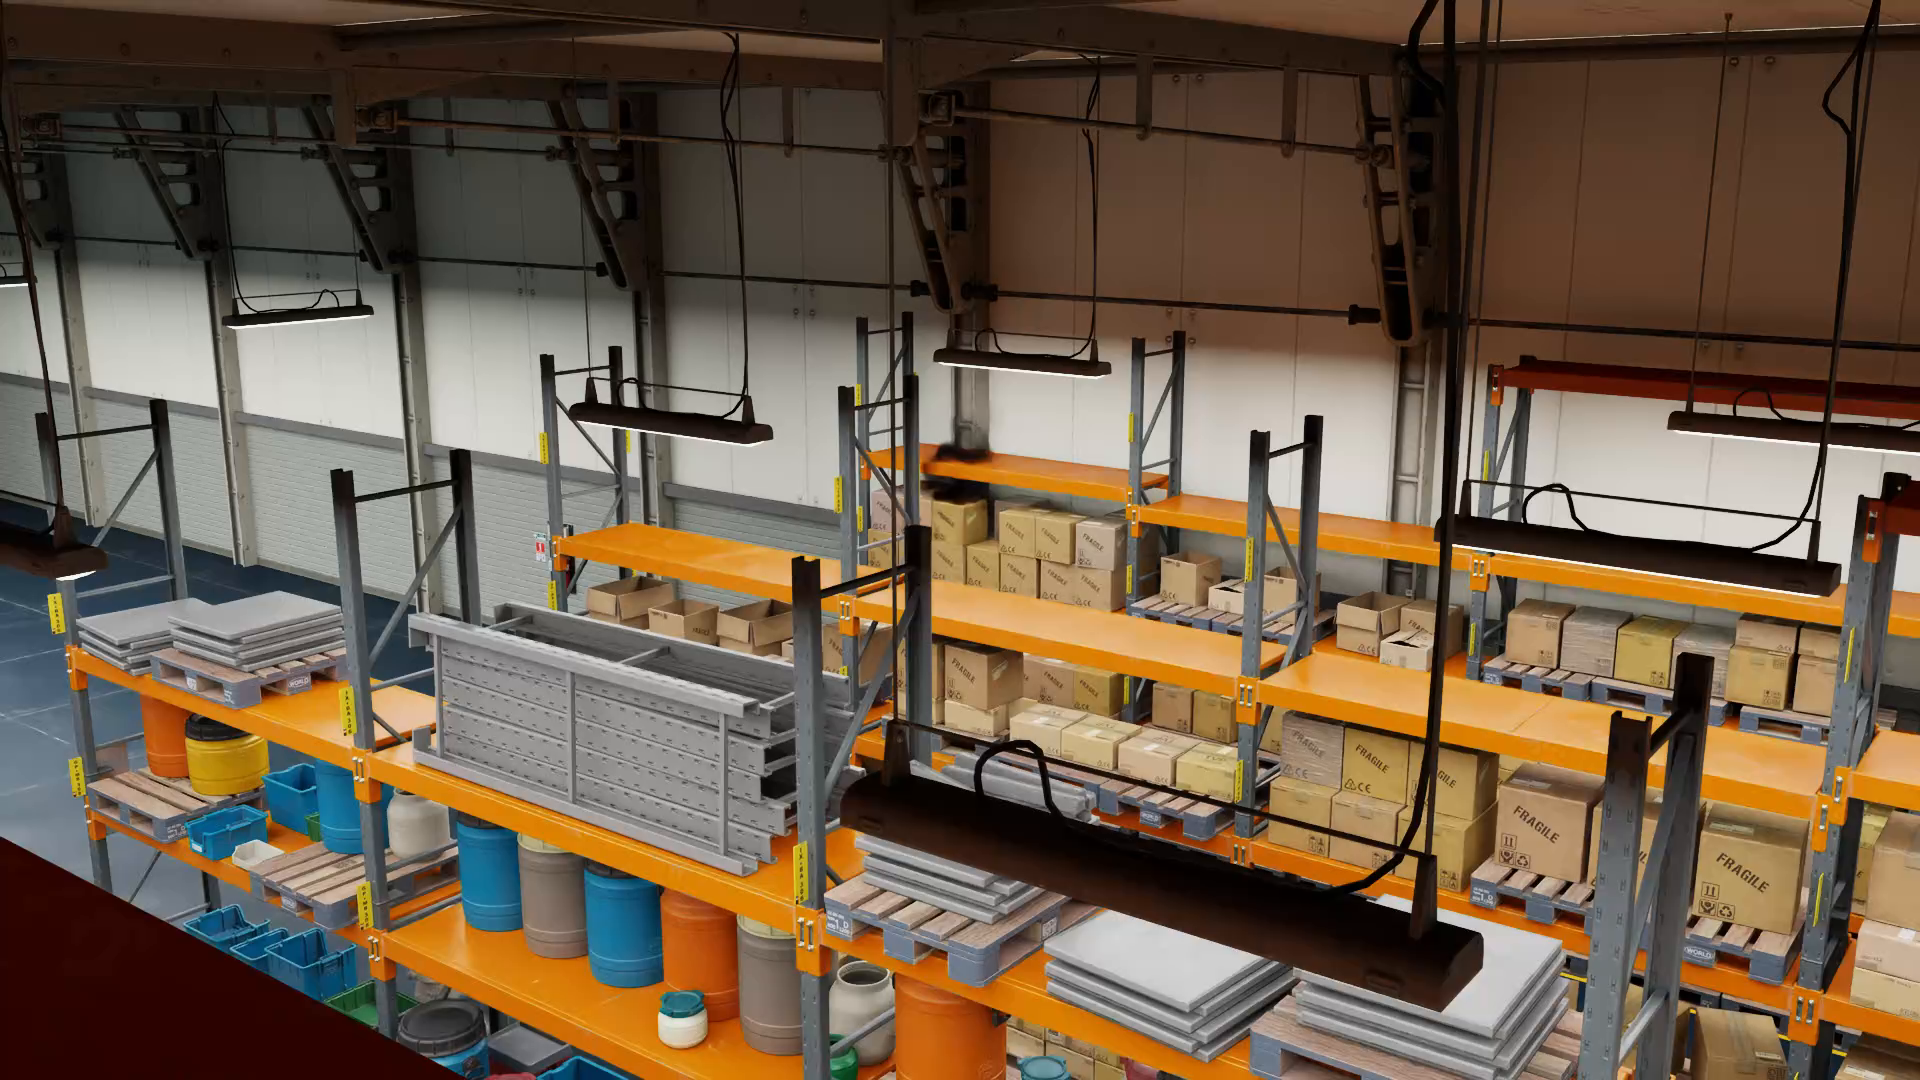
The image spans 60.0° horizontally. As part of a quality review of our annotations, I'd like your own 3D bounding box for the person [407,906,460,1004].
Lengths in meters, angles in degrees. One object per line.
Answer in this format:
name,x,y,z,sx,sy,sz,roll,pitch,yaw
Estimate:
person,-4.583,3.853,14.685,0.857,1.769,0.672,6,15,26
